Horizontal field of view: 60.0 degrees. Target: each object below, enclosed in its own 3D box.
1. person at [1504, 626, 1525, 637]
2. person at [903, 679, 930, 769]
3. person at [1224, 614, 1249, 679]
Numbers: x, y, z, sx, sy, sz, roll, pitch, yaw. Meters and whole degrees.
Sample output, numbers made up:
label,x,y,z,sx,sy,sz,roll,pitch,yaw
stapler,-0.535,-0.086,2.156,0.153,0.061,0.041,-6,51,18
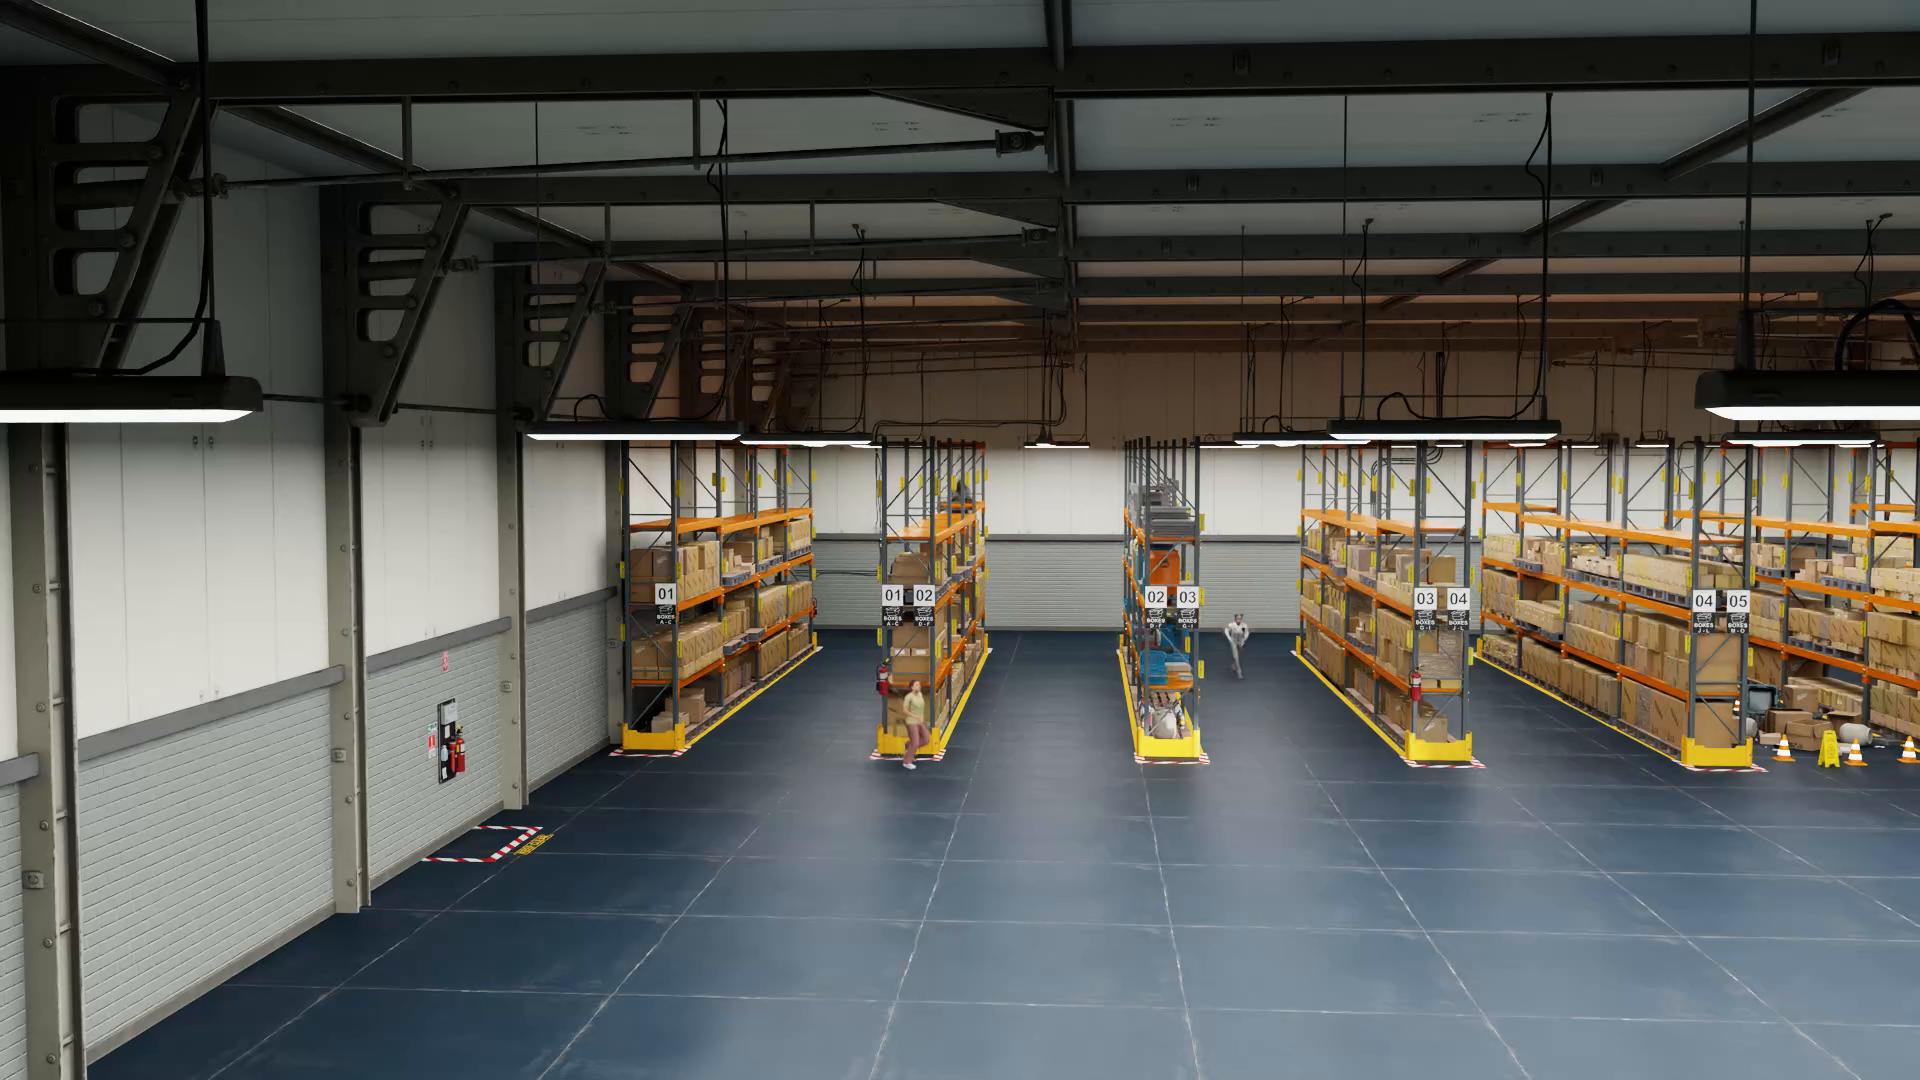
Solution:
label,x,y,z,sx,sy,sz,roll,pitch,yaw
person,15.929,2.283,47.861,0.948,1.758,0.709,-1,3,-22
person,-0.801,3.311,30.020,0.605,1.630,0.608,3,4,40
person,7.012,2.667,42.254,0.620,1.668,0.895,0,3,-1
